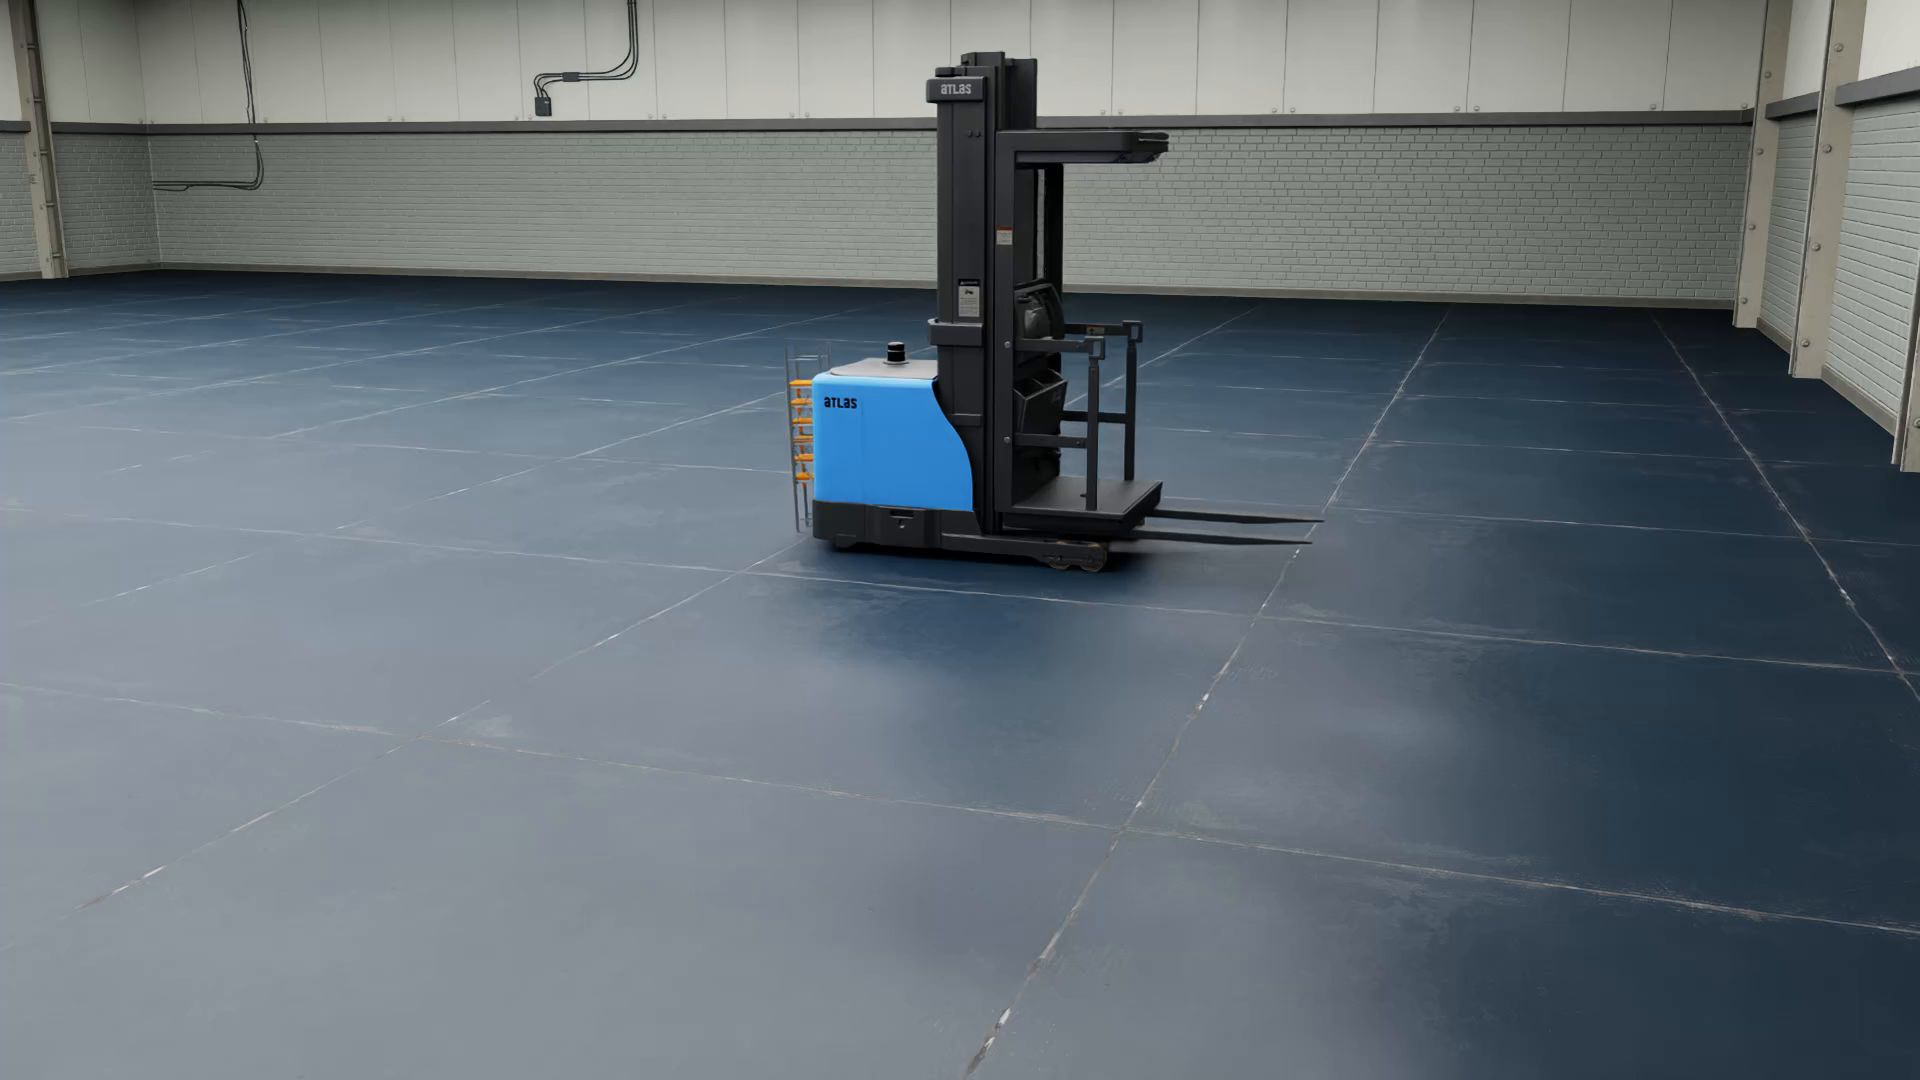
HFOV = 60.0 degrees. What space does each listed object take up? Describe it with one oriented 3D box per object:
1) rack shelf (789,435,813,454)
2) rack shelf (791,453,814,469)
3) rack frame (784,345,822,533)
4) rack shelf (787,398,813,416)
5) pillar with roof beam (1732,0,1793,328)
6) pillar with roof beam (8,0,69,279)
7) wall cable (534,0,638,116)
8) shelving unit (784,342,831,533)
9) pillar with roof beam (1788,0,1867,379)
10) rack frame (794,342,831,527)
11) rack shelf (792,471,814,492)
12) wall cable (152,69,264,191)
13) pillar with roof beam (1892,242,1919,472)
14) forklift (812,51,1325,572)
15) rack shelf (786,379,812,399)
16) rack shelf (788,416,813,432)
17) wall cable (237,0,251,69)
[{"bbox_3d":[-0.937,-0.610,10.635,0.258,0.103,0.180,1,12,14],"label":"rack shelf"},{"bbox_3d":[-0.932,-0.492,10.661,0.258,0.103,0.180,1,12,14],"label":"rack shelf"},{"bbox_3d":[-0.961,-0.633,10.539,0.240,1.200,0.006,1,12,14],"label":"rack frame"},{"bbox_3d":[-0.948,-0.844,10.585,0.258,0.103,0.180,1,12,14],"label":"rack shelf"},{"bbox_3d":[7.265,-7.782,24.359,9.100,9.000,0.400,4,14,18],"label":"pillar with roof beam"},{"bbox_3d":[-14.394,-9.430,31.580,9.100,9.000,0.400,4,14,18],"label":"pillar with roof beam"},{"bbox_3d":[-7.285,-11.236,31.851,2.305,6.003,0.169,4,14,18],"label":"wall cable"},{"bbox_3d":[-0.939,-0.653,10.626,0.258,1.200,0.189,1,12,14],"label":"shelving unit"},{"bbox_3d":[5.324,-6.518,18.824,9.100,9.000,0.400,4,14,18],"label":"pillar with roof beam"},{"bbox_3d":[-0.917,-0.673,10.713,0.240,1.200,0.006,1,12,14],"label":"rack frame"},{"bbox_3d":[-0.927,-0.375,10.686,0.258,0.103,0.180,1,12,14],"label":"rack shelf"},{"bbox_3d":[-16.263,-8.751,35.584,3.097,2.526,0.112,4,14,18],"label":"wall cable"},{"bbox_3d":[3.383,-5.255,13.289,9.100,9.000,0.400,4,14,18],"label":"pillar with roof beam"},{"bbox_3d":[0.665,-1.374,9.920,3.031,2.935,1.130,4,14,18],"label":"forklift"},{"bbox_3d":[-0.953,-0.961,10.560,0.258,0.103,0.180,1,12,14],"label":"rack shelf"},{"bbox_3d":[-0.943,-0.727,10.610,0.258,0.103,0.180,1,12,14],"label":"rack shelf"},{"bbox_3d":[-13.703,-11.018,34.168,3.097,2.526,0.112,4,14,18],"label":"wall cable"}]
